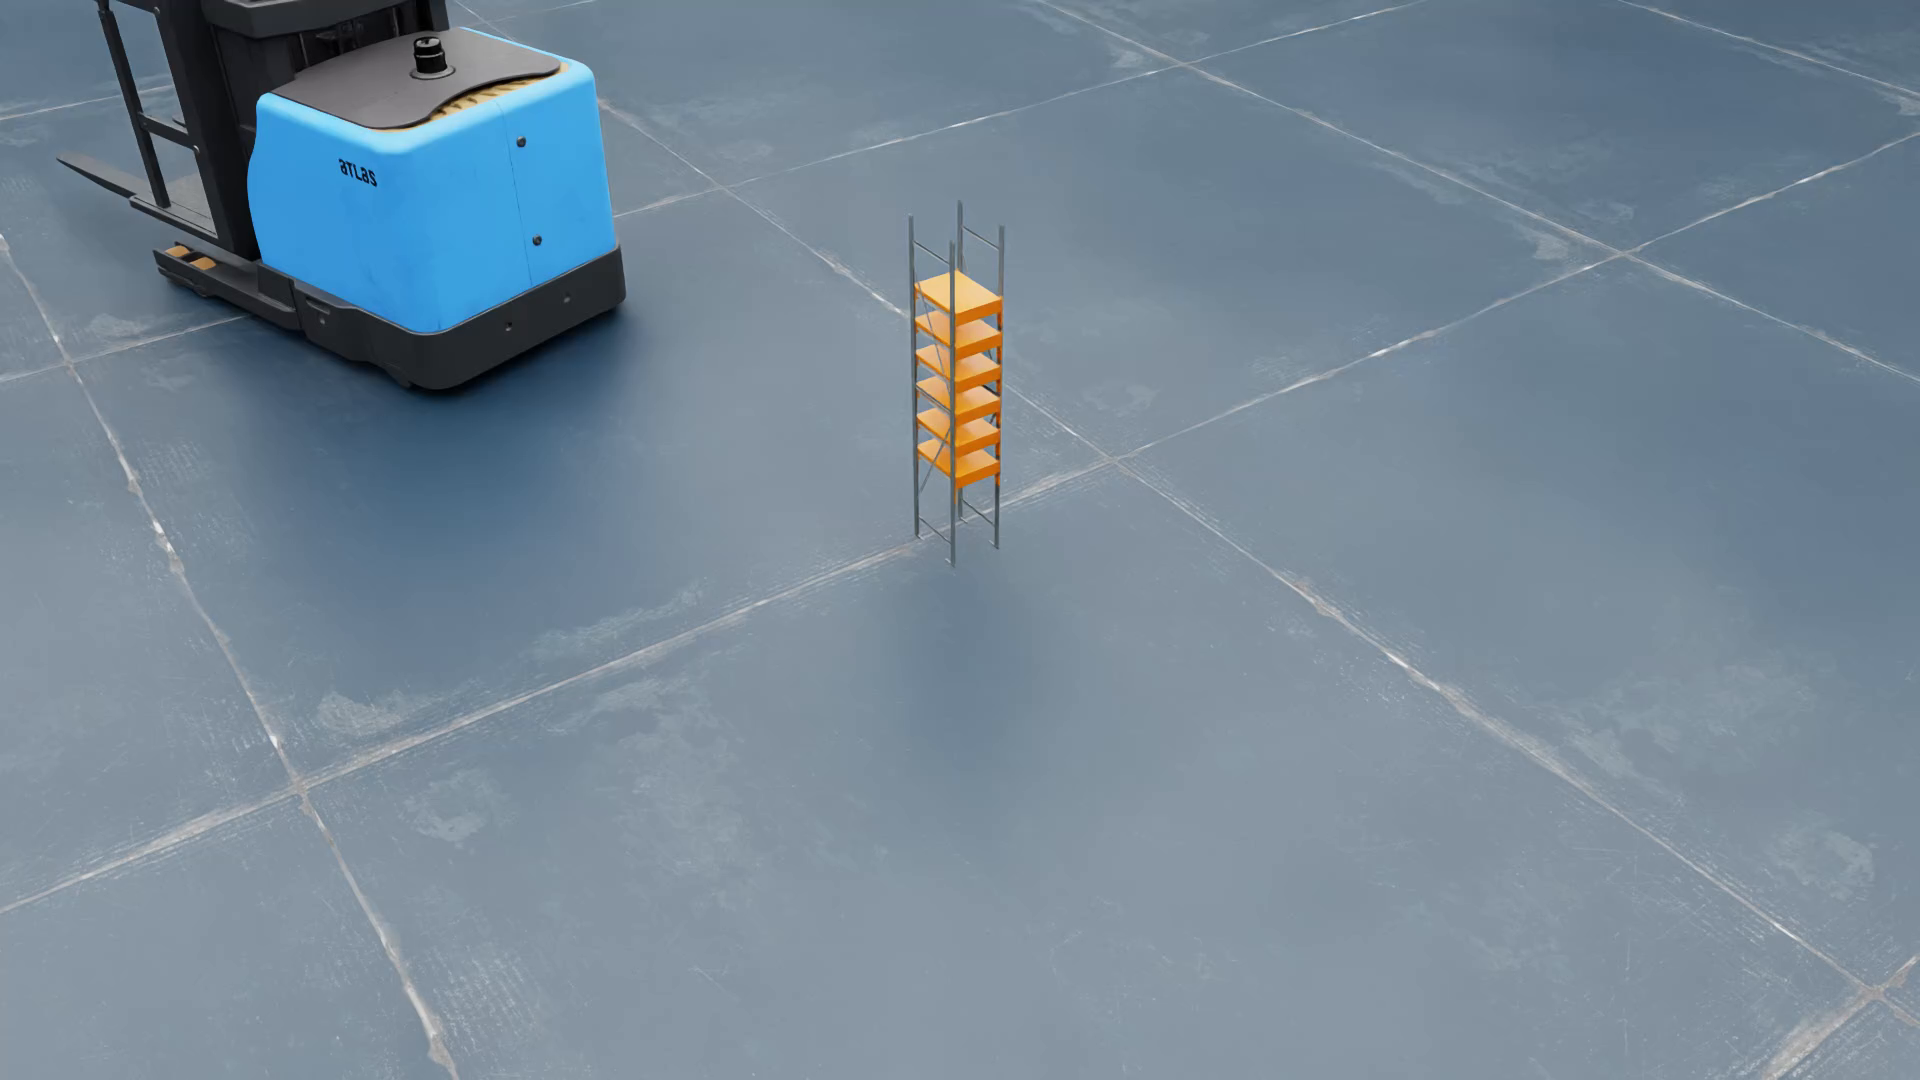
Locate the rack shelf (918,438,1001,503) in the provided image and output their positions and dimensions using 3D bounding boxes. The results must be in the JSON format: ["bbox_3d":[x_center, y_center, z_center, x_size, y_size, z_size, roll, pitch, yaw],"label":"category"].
[{"bbox_3d":[-0.012,-0.251,5.559,0.180,0.103,0.258,-22,41,-28],"label":"rack shelf"}]

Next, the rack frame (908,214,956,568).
[{"bbox_3d":[-0.087,-0.451,5.350,0.006,1.200,0.240,-22,41,-28],"label":"rack frame"}]

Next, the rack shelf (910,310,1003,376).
[{"bbox_3d":[-0.012,-0.641,5.279,0.180,0.103,0.258,-22,41,-28],"label":"rack shelf"}]

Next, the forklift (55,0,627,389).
[{"bbox_3d":[-2.900,-2.466,6.668,3.031,2.935,1.130,24,42,29],"label":"forklift"}]

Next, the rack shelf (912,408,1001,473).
[{"bbox_3d":[-0.012,-0.349,5.489,0.180,0.103,0.258,-22,41,-28],"label":"rack shelf"}]

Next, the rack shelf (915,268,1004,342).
[{"bbox_3d":[-0.012,-0.738,5.209,0.180,0.103,0.258,-22,41,-28],"label":"rack shelf"}]

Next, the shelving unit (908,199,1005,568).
[{"bbox_3d":[-0.012,-0.482,5.393,0.189,1.200,0.258,-22,41,-28],"label":"shelving unit"}]

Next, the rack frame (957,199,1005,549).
[{"bbox_3d":[0.063,-0.513,5.436,0.006,1.200,0.240,-22,41,-28],"label":"rack frame"}]

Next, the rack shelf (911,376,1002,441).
[{"bbox_3d":[-0.012,-0.446,5.419,0.180,0.103,0.258,-22,41,-28],"label":"rack shelf"}]

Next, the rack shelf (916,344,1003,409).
[{"bbox_3d":[-0.012,-0.544,5.349,0.180,0.103,0.258,-22,41,-28],"label":"rack shelf"}]
